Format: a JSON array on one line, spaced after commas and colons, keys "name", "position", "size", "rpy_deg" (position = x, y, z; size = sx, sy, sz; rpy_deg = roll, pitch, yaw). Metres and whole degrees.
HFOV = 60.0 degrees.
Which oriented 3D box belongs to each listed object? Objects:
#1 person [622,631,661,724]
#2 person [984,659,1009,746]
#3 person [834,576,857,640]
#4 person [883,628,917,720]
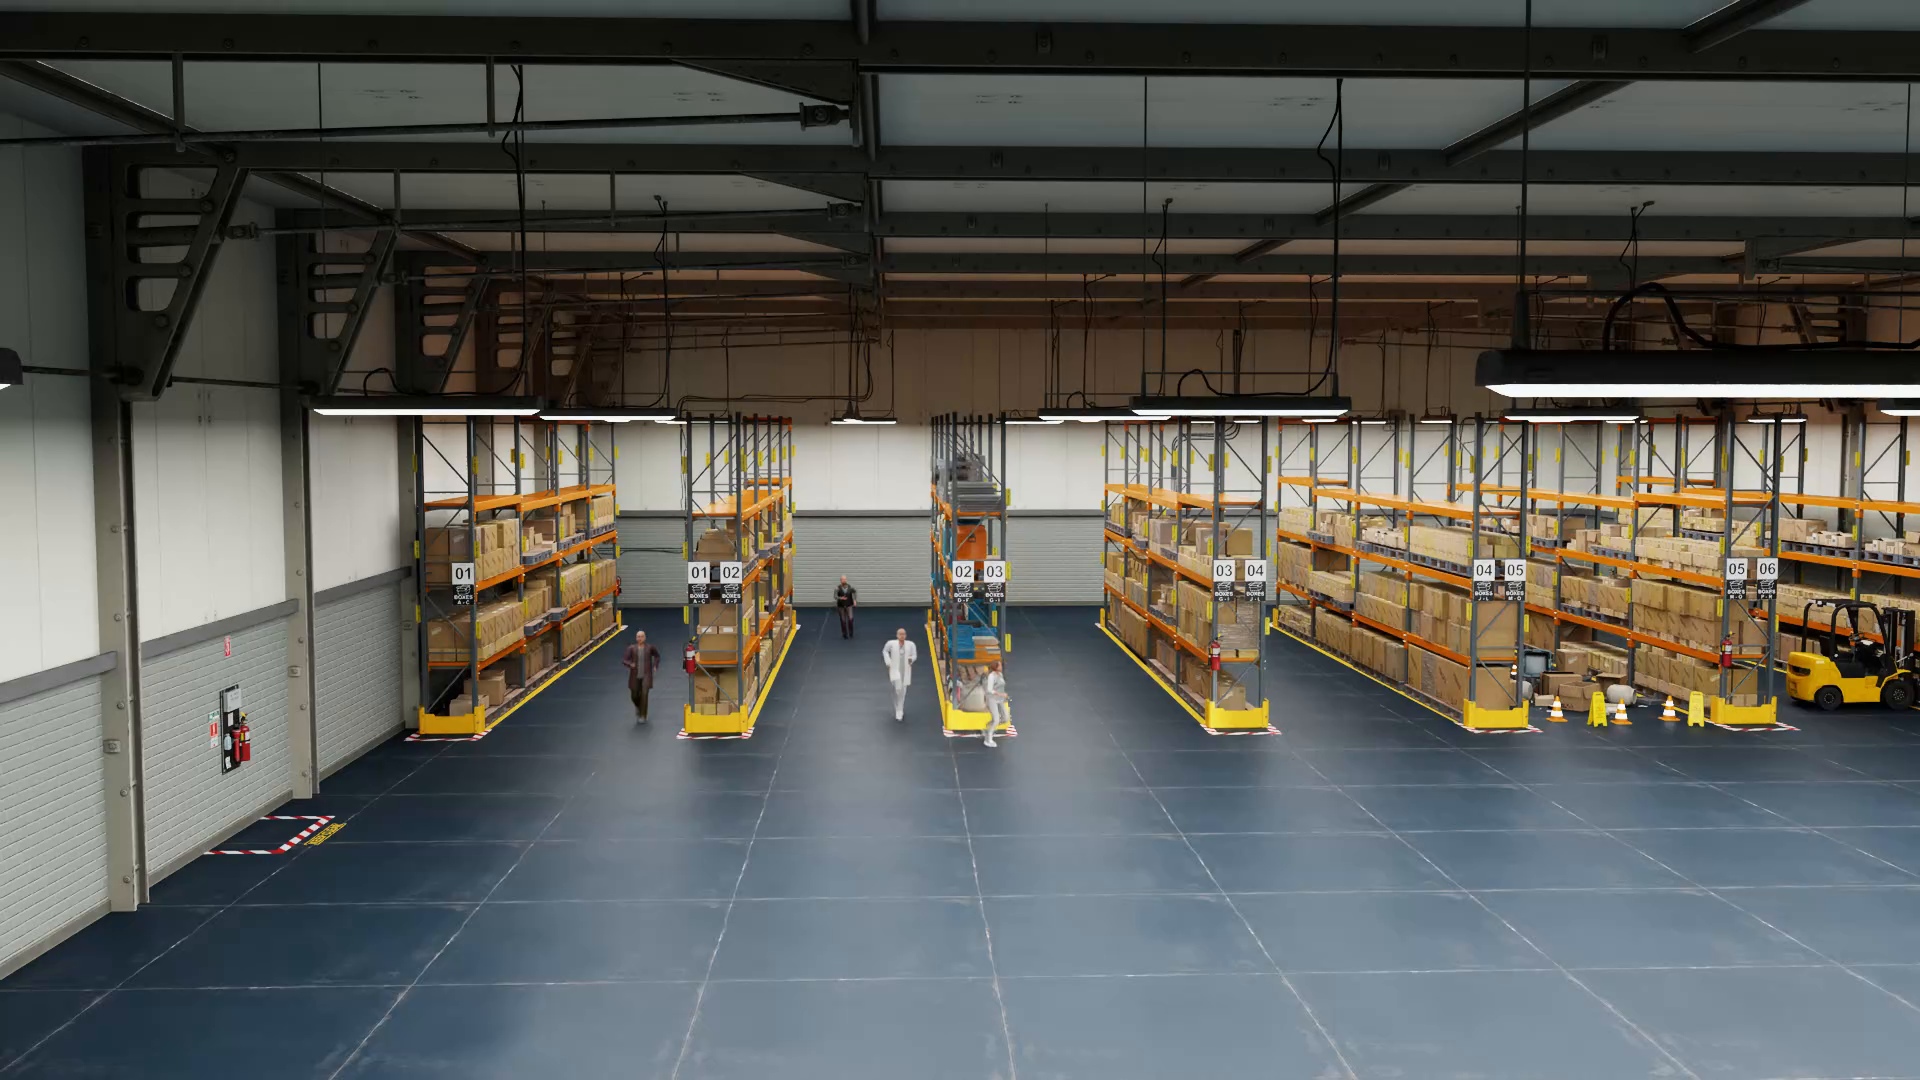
[{"name": "person", "position": [-6.187, 2.646, 32.295], "size": [0.721, 1.750, 0.958], "rpy_deg": [0, 4, -6]}, {"name": "person", "position": [0.686, 2.915, 29.844], "size": [0.559, 1.564, 0.579], "rpy_deg": [2, 5, 31]}, {"name": "person", "position": [-3.095, 1.835, 44.858], "size": [0.617, 1.751, 0.689], "rpy_deg": [0, 4, -4]}, {"name": "person", "position": [-1.166, 2.630, 32.701], "size": [0.610, 1.814, 0.909], "rpy_deg": [-1, 4, -17]}]
